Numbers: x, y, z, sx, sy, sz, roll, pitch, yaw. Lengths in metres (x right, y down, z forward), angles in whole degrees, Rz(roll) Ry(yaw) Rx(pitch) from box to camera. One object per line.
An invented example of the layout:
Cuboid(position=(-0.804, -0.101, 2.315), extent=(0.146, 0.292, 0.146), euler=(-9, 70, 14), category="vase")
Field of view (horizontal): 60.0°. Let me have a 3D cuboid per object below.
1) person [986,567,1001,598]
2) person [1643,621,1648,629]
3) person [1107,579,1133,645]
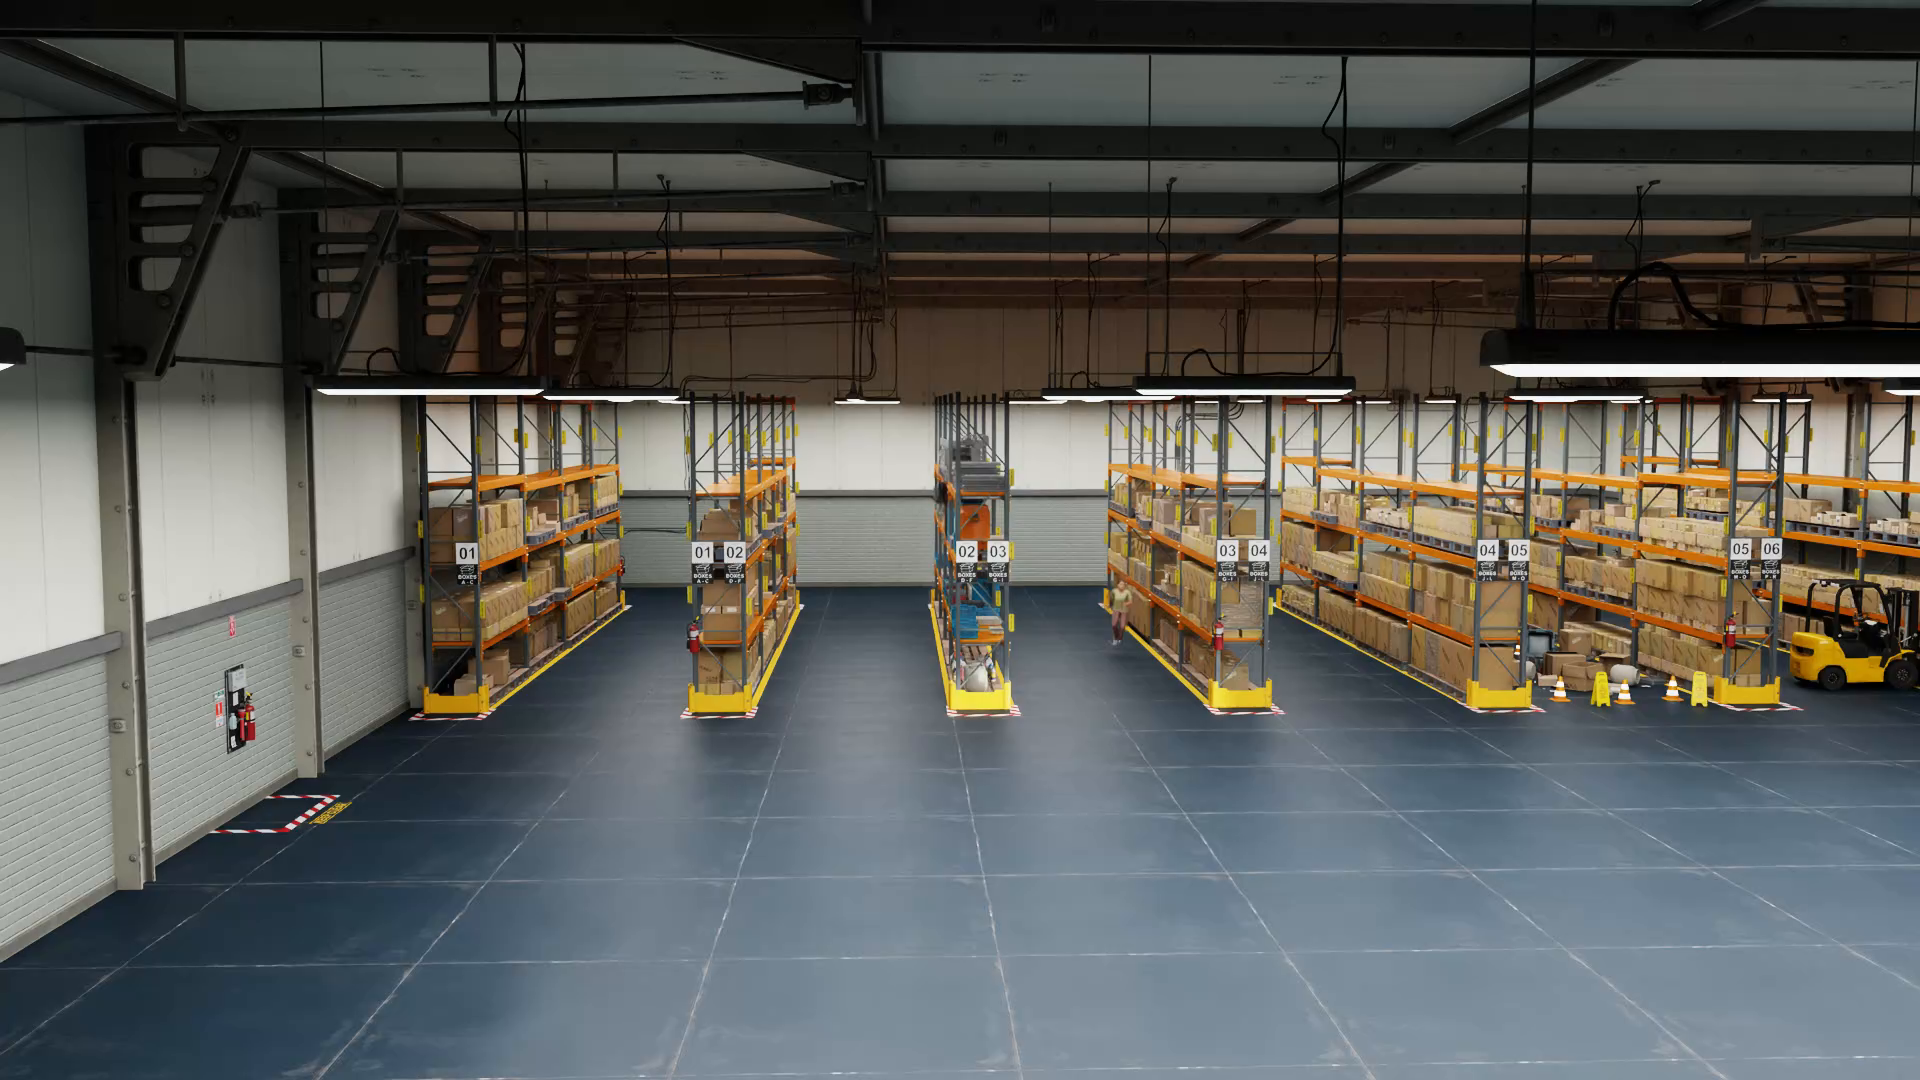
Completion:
Cuboid(position=(0.811, 0.915, 49.762), extent=(0.861, 1.609, 0.543), euler=(1, 5, 14), category="person")
Cuboid(position=(16.667, 1.673, 39.838), extent=(0.648, 1.738, 0.859), euler=(-1, 5, -15), category="person")
Cuboid(position=(3.657, 1.643, 38.035), extent=(0.600, 1.558, 0.849), euler=(1, 5, 6), category="person")
